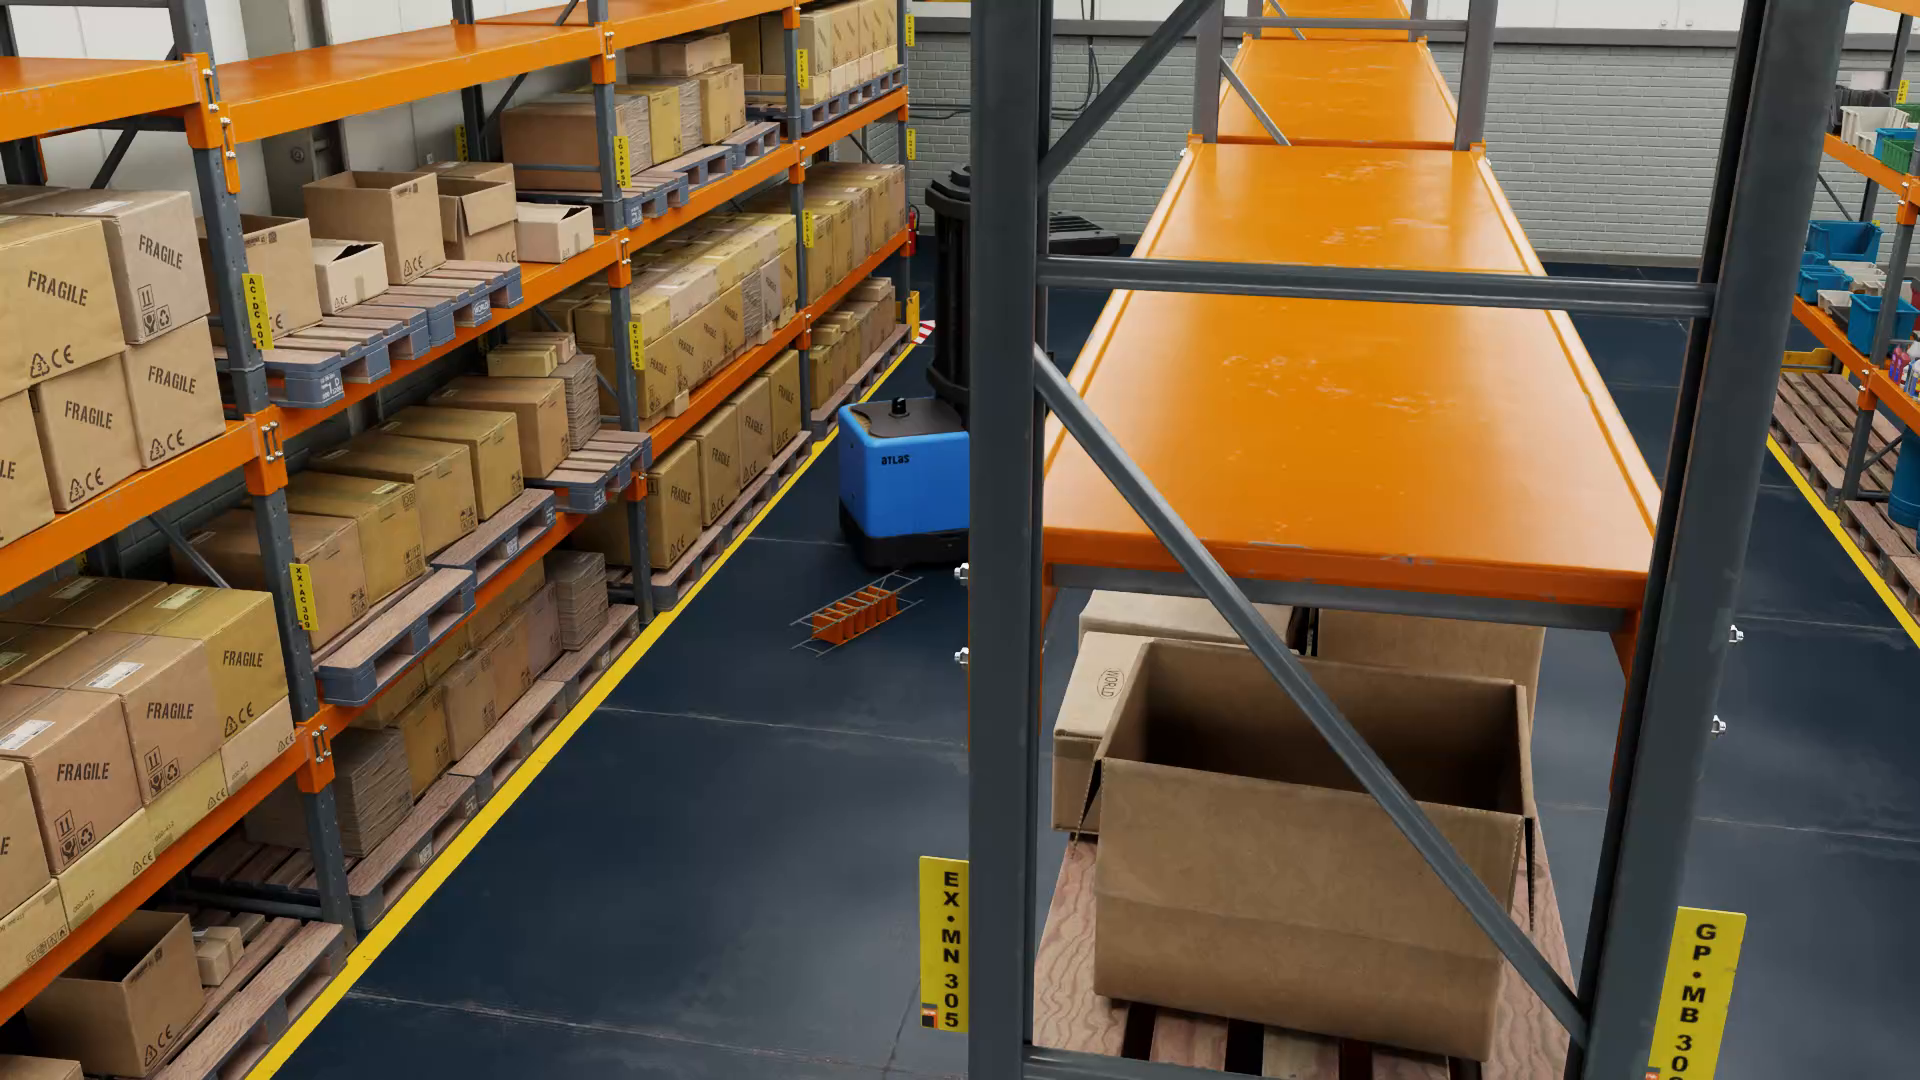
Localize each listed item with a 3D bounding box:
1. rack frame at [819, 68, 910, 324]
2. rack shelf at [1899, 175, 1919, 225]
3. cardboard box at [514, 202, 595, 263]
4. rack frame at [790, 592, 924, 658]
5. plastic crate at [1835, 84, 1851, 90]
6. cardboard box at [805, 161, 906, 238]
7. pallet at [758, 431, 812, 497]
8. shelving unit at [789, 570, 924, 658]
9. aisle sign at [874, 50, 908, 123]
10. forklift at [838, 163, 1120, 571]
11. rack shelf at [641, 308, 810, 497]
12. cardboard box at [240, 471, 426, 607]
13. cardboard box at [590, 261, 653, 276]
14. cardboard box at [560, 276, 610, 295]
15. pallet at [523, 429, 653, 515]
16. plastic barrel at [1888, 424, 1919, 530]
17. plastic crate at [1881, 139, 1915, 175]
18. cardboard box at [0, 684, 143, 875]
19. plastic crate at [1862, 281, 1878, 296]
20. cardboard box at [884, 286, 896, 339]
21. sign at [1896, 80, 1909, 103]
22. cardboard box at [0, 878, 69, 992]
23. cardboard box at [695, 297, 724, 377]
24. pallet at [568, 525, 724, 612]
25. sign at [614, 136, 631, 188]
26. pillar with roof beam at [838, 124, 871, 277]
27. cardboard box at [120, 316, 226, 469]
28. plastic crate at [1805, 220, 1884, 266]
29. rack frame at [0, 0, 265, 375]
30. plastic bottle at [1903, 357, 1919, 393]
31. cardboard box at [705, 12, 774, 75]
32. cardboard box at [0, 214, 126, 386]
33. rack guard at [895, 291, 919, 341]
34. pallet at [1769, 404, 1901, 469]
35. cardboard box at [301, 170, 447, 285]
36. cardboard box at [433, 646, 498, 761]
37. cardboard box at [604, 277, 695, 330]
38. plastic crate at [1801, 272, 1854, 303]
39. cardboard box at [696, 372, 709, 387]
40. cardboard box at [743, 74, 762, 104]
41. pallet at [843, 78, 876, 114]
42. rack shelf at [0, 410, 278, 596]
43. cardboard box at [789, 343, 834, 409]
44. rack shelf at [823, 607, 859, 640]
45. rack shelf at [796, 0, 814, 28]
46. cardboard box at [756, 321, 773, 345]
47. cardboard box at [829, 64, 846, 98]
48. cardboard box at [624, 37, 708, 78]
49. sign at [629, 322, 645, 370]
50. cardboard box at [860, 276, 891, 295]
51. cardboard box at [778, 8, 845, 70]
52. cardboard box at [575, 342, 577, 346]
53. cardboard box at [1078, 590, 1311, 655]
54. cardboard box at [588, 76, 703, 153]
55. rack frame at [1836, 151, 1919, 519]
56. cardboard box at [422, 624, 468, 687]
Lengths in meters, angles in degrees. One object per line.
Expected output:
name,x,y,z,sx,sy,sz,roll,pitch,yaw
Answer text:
rack frame,-1.071,-3.765,18.718,1.000,3.000,0.127,4,22,11
rack shelf,7.403,-1.873,10.968,1.077,0.370,4.000,4,22,11
cardboard box,-2.586,-1.915,10.201,0.500,0.311,0.500,4,22,11
rack frame,-0.722,0.599,11.882,0.240,0.006,1.200,15,27,33
plastic crate,8.276,-4.221,16.010,0.497,0.269,0.590,4,22,11
cardboard box,-1.165,-3.717,18.197,0.980,0.700,0.700,5,23,13
pallet,-1.971,-0.721,14.891,1.003,0.211,1.213,4,22,11
shelving unit,-0.722,0.514,11.848,0.258,0.189,1.200,15,27,33
aisle sign,-0.763,-4.975,18.241,0.394,0.787,0.004,4,22,11
forklift,0.596,-1.428,13.006,3.031,2.935,1.130,-7,23,-16
rack shelf,-2.296,-1.237,13.404,1.077,0.370,4.000,4,22,11
cardboard box,-3.262,-0.014,8.682,0.700,0.500,0.500,7,23,16
cardboard box,-2.648,-1.943,12.631,0.500,0.250,0.500,4,22,10
cardboard box,-2.756,-1.756,12.166,0.500,0.250,0.500,4,22,9
pallet,-2.745,-0.482,10.822,1.213,0.211,1.003,4,22,11
plastic barrel,7.683,-0.571,13.033,0.600,0.901,0.708,4,22,11
plastic crate,7.602,-3.018,13.131,0.450,0.188,0.662,4,22,11
cardboard box,-3.523,0.899,6.308,0.500,0.500,0.500,4,22,9
plastic crate,8.490,-2.285,15.316,0.298,0.136,0.250,4,22,11
cardboard box,-1.116,-2.537,18.452,0.700,0.500,0.500,4,22,11
sign,9.169,-4.317,16.212,0.100,0.325,0.005,4,22,11
cardboard box,-3.619,1.431,5.990,0.500,0.250,0.500,5,22,11
cardboard box,-2.136,-1.563,12.692,0.500,0.500,0.500,4,22,11
pallet,-2.469,0.171,12.676,1.003,0.211,1.213,4,22,11
sign,-2.173,-2.429,10.692,0.100,0.325,0.005,4,22,11
pillar with roof beam,2.847,-7.273,19.398,9.100,9.000,0.400,4,22,11
cardboard box,-3.381,-0.619,6.730,0.500,0.500,0.500,5,22,12
plastic crate,8.742,-2.918,16.485,0.616,0.435,0.499,4,22,11
rack frame,-3.520,-2.159,6.700,1.000,3.000,0.127,4,22,11
plastic bottle,7.266,-1.258,12.664,0.097,0.271,0.097,0,22,0
cardboard box,-1.973,-4.486,14.994,0.500,0.500,0.500,4,22,11
cardboard box,-3.459,-0.881,6.043,0.500,0.500,0.500,6,23,14
rack guard,-1.066,-2.615,19.207,1.175,0.500,0.348,4,22,11
pallet,8.170,-0.973,15.517,1.003,0.211,1.213,4,22,11
cardboard box,-3.078,-1.654,8.765,0.500,0.500,0.500,4,22,9
cardboard box,-3.186,0.932,9.812,0.700,0.500,0.500,5,22,12
cardboard box,-2.250,-1.724,12.087,0.500,0.250,0.500,4,22,10
plastic crate,7.925,-2.304,15.233,0.416,0.233,0.300,4,22,11
cardboard box,-2.174,-1.308,12.925,0.380,0.149,0.250,5,22,12
cardboard box,-1.977,-4.134,15.122,0.500,0.250,0.500,5,22,11
pallet,-1.459,-4.396,16.387,1.003,0.211,1.213,4,22,11
rack shelf,-3.928,0.297,5.579,1.077,0.370,4.000,4,22,11
cardboard box,-1.634,-1.603,16.134,0.700,0.500,0.500,5,22,12
rack shelf,-0.839,0.573,11.702,0.258,0.180,0.103,15,27,33
rack shelf,-1.479,-5.297,15.990,1.077,0.370,4.000,4,22,11
cardboard box,-1.801,-1.763,14.057,0.380,0.149,0.250,4,22,11
cardboard box,-1.370,-4.283,15.494,0.500,0.250,0.500,4,22,10
cardboard box,-2.293,-3.777,13.006,0.500,0.250,0.500,4,22,9
sign,-2.170,-1.302,11.157,0.100,0.325,0.005,4,22,11
cardboard box,-0.964,-2.777,18.179,0.380,0.149,0.250,4,22,10
cardboard box,-1.369,-4.641,15.378,0.500,0.500,0.500,4,22,10
cardboard box,-2.865,-1.226,11.854,0.500,0.500,0.500,5,22,11
cardboard box,0.604,0.208,4.206,0.500,0.311,0.500,7,23,17
cardboard box,-2.390,-3.244,12.685,0.700,0.500,0.500,4,22,11
rack frame,7.811,-1.547,13.210,1.000,3.000,0.127,4,22,11
cardboard box,-3.197,0.609,9.611,0.500,0.250,0.500,4,22,9
